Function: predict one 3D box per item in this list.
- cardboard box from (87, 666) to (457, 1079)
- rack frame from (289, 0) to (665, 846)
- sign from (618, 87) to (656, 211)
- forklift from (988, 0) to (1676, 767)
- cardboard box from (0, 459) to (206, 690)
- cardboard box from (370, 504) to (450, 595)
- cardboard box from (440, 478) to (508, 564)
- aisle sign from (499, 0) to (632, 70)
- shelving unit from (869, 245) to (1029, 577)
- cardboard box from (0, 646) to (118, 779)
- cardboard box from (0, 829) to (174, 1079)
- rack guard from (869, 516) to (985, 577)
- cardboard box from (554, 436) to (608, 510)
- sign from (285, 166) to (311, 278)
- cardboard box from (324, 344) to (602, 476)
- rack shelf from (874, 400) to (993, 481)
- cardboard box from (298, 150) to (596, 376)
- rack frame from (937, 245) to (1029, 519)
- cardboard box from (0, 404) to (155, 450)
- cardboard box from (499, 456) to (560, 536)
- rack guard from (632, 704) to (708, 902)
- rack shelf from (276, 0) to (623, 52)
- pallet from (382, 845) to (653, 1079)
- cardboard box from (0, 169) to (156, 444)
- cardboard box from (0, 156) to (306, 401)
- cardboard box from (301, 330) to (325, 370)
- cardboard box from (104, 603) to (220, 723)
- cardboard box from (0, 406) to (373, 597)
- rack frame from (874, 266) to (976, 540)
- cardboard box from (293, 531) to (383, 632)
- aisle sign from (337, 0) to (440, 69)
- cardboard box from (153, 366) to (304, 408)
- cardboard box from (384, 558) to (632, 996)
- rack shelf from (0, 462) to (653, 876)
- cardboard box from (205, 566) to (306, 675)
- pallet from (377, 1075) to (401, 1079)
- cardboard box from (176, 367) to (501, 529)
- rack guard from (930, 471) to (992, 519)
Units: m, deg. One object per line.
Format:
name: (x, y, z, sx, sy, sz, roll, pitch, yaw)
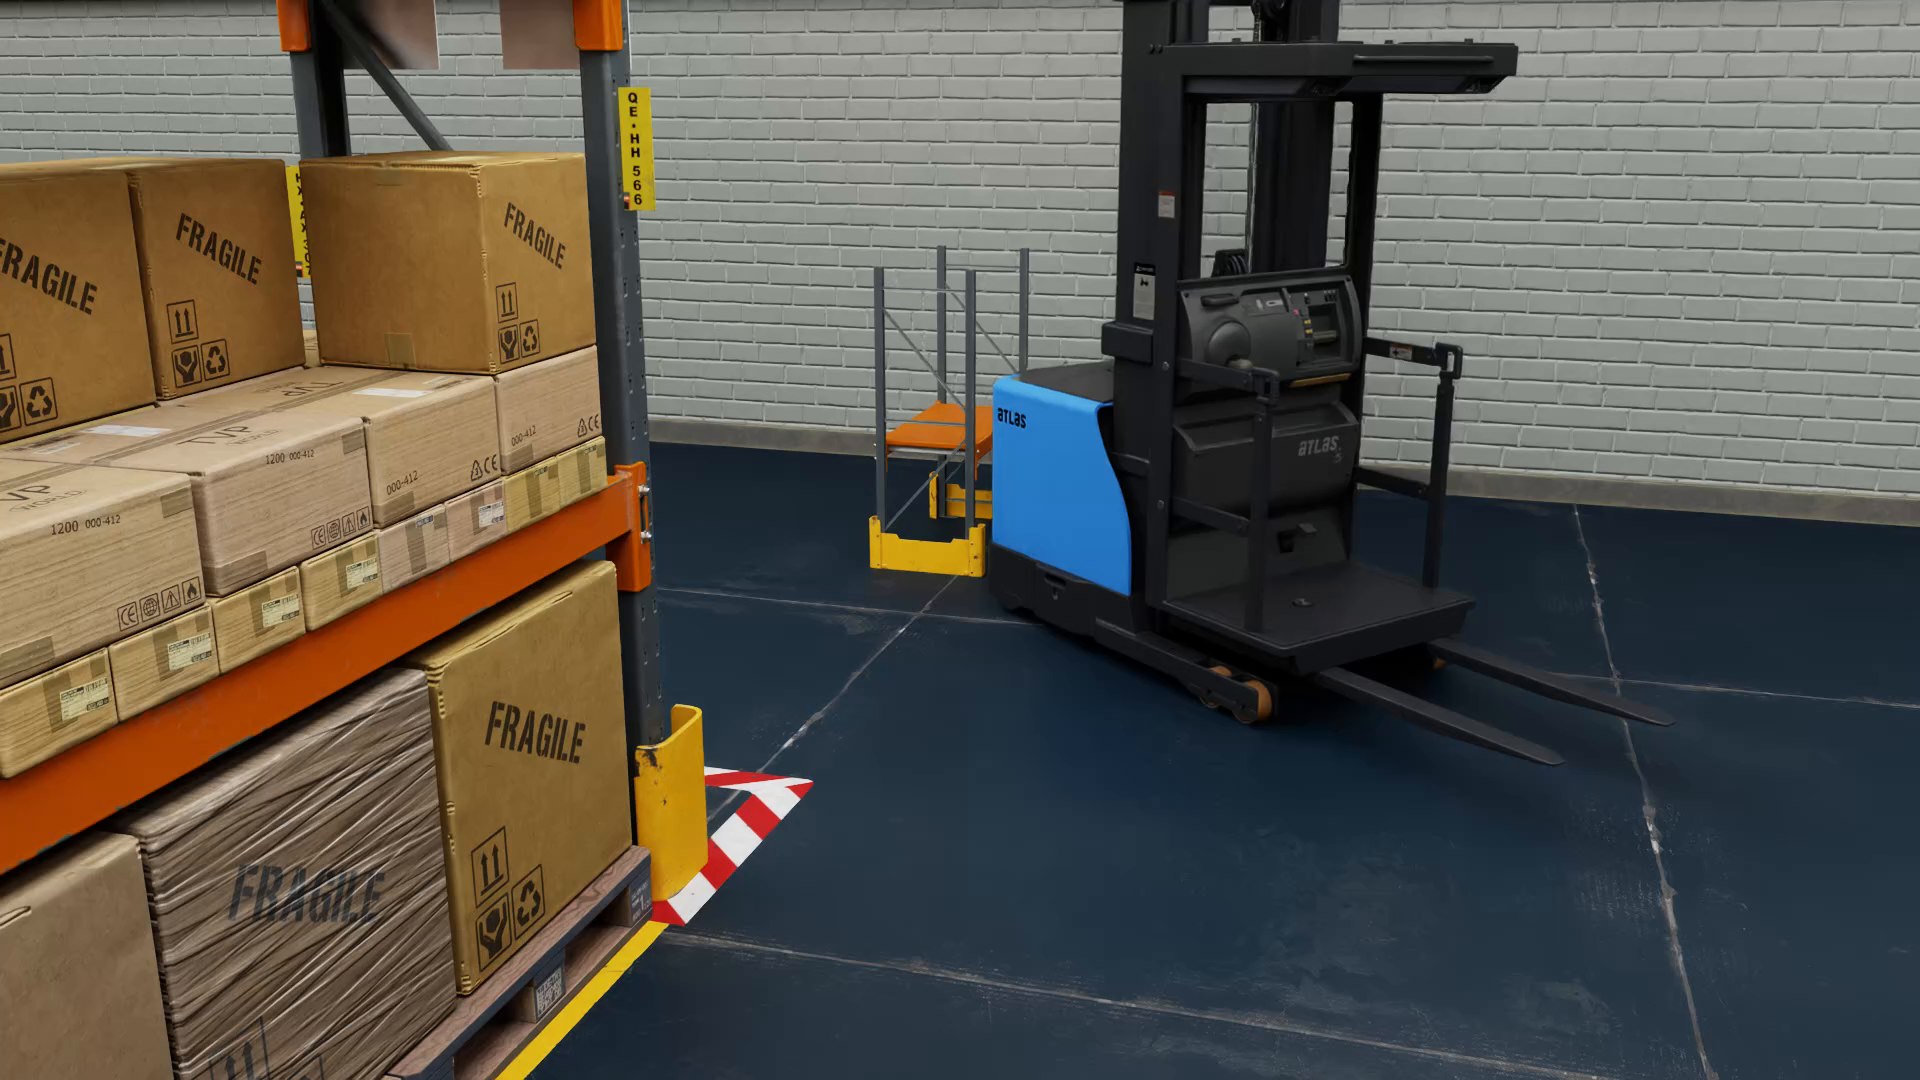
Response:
cardboard box: (-1.760, 0.797, 3.647, 0.875, 0.875, 0.875, 5, 16, 16)
rack frame: (-1.396, -0.435, 4.866, 1.000, 3.000, 0.127, 5, 16, 16)
sign: (-0.880, -1.060, 4.514, 0.100, 0.325, 0.005, 5, 16, 16)
forklift: (1.370, -0.855, 6.471, 1.130, 2.935, 3.031, -10, 19, -32)
cardboard box: (-1.712, 0.044, 2.907, 0.500, 0.250, 0.500, 5, 16, 16)
cardboard box: (-1.398, 0.004, 3.779, 0.380, 0.149, 0.250, 5, 17, 17)
cardboard box: (-1.327, -0.061, 4.009, 0.380, 0.149, 0.250, 5, 16, 16)
aisle sign: (-1.088, -1.681, 4.495, 0.394, 0.787, 0.004, 5, 16, 16)
shelving unit: (-0.022, -0.702, 8.554, 0.587, 1.500, 1.083, 5, 16, 16)
cardboard box: (-1.688, 0.273, 2.831, 0.380, 0.149, 0.250, 4, 16, 14)
cardboard box: (-2.013, 1.030, 2.826, 0.875, 0.875, 0.875, 5, 16, 16)
rack guard: (-0.163, 0.030, 8.266, 0.587, 0.250, 0.087, 5, 16, 16)
cardboard box: (-1.182, -0.195, 4.482, 0.380, 0.149, 0.250, 5, 17, 17)
sign: (-1.926, -0.934, 4.894, 0.100, 0.325, 0.005, 5, 16, 16)
cardboard box: (-1.279, -0.359, 4.326, 0.500, 0.250, 0.500, 4, 16, 15)
rack shelf: (-0.024, -0.526, 8.595, 0.538, 0.185, 1.000, 5, 16, 16)
cardboard box: (-1.282, -0.719, 4.222, 0.500, 0.500, 0.500, 5, 17, 17)
rack frame: (0.120, -0.832, 9.015, 0.500, 1.500, 0.032, 5, 16, 16)
cardboard box: (-2.079, -0.134, 3.533, 0.500, 0.250, 0.500, 4, 16, 14)
cardboard box: (-1.254, -0.127, 4.241, 0.380, 0.149, 0.250, 5, 17, 16)
rack guard: (-1.389, 0.761, 5.229, 1.175, 0.500, 0.348, 5, 16, 16)
rack shelf: (-1.964, -1.009, 2.710, 1.077, 0.370, 4.000, 5, 16, 16)
pallet: (-1.548, 1.122, 4.487, 1.003, 0.211, 1.213, 5, 16, 16)
cardboard box: (-2.075, -0.495, 3.434, 0.500, 0.500, 0.500, 4, 16, 14)
cardboard box: (-1.933, -0.631, 3.913, 0.500, 0.500, 0.500, 4, 16, 15)
cardboard box: (-1.791, -0.401, 4.477, 0.500, 0.250, 0.500, 4, 16, 14)
cardboard box: (-1.616, 0.205, 3.072, 0.380, 0.149, 0.250, 5, 17, 17)
cardboard box: (-1.568, -0.093, 3.389, 0.500, 0.250, 0.500, 4, 16, 14)
rack frame: (-0.169, -0.566, 8.077, 0.500, 1.500, 0.032, 5, 16, 16)
cardboard box: (-1.470, 0.072, 3.539, 0.380, 0.149, 0.250, 4, 16, 15)
aisle sign: (-1.663, -1.728, 4.660, 0.394, 0.787, 0.004, 5, 16, 16)
cardboard box: (-1.933, -0.265, 3.996, 0.500, 0.250, 0.500, 4, 16, 15)
cardboard box: (-1.501, 0.559, 4.486, 0.875, 0.875, 0.875, 5, 16, 16)
rack shelf: (-1.964, 0.434, 3.119, 1.077, 0.370, 4.000, 5, 16, 16)
cardboard box: (-1.544, 0.140, 3.300, 0.380, 0.149, 0.250, 5, 16, 16)
pallet: (-1.897, 1.440, 3.366, 1.003, 0.211, 1.213, 5, 16, 16)
cardboard box: (-1.424, -0.226, 3.858, 0.500, 0.250, 0.500, 4, 16, 15)
rack guard: (0.120, -0.231, 9.184, 0.587, 0.250, 0.087, 5, 16, 16)
